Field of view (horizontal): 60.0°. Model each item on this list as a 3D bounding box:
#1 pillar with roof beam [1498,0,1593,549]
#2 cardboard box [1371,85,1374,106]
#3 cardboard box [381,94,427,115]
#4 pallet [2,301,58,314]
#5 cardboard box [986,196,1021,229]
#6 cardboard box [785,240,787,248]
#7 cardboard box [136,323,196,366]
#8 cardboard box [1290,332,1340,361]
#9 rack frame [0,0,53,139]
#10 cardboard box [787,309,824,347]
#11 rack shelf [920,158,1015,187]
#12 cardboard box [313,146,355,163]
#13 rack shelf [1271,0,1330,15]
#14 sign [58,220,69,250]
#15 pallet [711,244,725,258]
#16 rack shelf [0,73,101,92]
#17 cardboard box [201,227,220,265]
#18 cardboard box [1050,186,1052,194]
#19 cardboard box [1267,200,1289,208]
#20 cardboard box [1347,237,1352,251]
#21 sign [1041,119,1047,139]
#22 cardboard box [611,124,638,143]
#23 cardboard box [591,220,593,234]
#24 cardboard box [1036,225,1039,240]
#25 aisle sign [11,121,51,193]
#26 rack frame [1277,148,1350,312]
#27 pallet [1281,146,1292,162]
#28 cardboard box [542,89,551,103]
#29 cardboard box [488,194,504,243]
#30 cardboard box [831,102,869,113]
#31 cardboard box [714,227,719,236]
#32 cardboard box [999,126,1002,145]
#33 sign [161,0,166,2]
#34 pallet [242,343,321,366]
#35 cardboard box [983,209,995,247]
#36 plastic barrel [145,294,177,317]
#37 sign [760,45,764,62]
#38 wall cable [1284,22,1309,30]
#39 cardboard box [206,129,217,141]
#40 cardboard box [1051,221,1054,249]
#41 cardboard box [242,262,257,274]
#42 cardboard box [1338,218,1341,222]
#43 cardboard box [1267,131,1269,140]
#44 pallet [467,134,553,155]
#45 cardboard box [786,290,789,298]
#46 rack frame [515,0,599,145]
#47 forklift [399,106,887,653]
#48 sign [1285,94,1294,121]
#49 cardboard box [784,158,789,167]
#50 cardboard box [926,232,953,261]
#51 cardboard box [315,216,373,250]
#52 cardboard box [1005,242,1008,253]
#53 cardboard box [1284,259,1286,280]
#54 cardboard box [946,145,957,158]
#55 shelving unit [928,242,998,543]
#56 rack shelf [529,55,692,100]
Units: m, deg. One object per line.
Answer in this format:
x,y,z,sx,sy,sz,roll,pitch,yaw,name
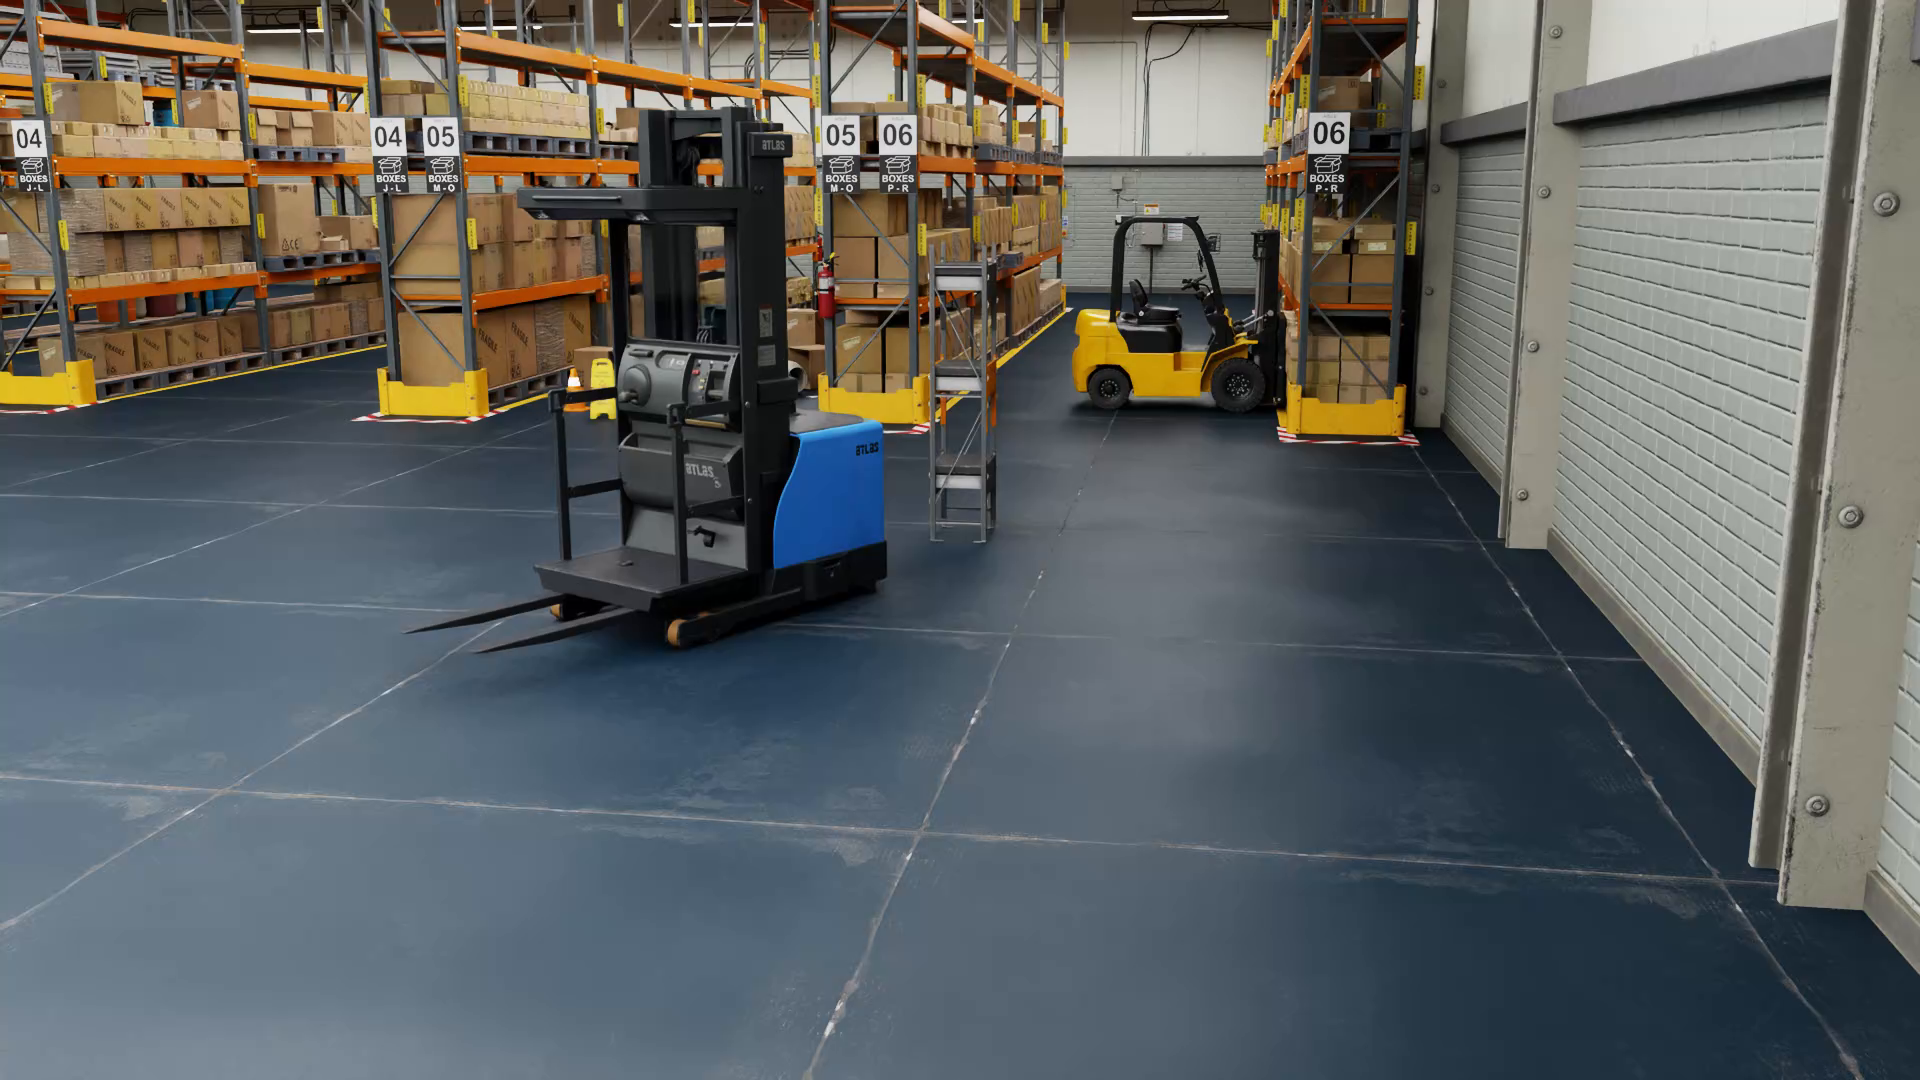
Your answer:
-0.213,-4.520,11.605,9.100,9.000,0.400,2,12,9,pillar with roof beam
4.177,-4.782,18.464,0.797,0.503,0.637,2,12,10,cardboard box
-6.047,-4.784,18.366,0.500,0.250,0.500,2,12,9,cardboard box
-18.567,-4.661,33.122,1.003,0.211,1.213,2,12,9,pallet
0.675,-5.142,26.123,0.500,0.500,0.500,2,12,9,cardboard box
-3.479,-5.579,31.359,0.380,0.149,0.250,2,12,11,cardboard box
-10.316,-2.545,21.617,0.500,0.500,0.500,1,12,4,cardboard box
3.728,-2.037,17.480,0.500,0.250,0.500,2,12,11,cardboard box
-10.732,-5.995,18.449,1.000,3.000,0.127,2,12,9,rack frame
-2.088,-2.773,21.877,0.500,0.500,0.500,2,12,9,cardboard box
-0.017,-5.104,23.146,1.077,0.370,4.000,2,12,9,rack shelf
-9.475,-5.805,25.046,0.500,0.250,0.500,2,12,10,cardboard box
6.119,-9.701,29.465,1.077,0.370,4.000,2,12,9,rack shelf
-10.195,-3.467,18.908,0.100,0.325,0.005,2,12,9,sign
-4.352,-4.865,27.903,1.003,0.211,1.213,2,12,9,pallet
-14.703,-6.857,25.107,1.077,0.370,4.000,2,12,9,rack shelf
-10.358,-3.894,22.000,0.875,0.500,0.500,2,12,9,cardboard box
1.522,-6.578,31.244,0.380,0.149,0.250,2,12,10,cardboard box
5.860,-5.952,30.362,0.500,0.500,0.500,2,12,10,cardboard box
4.295,-3.115,17.550,0.380,0.149,0.250,2,12,8,cardboard box
1.444,-7.096,28.706,0.100,0.325,0.005,2,12,9,sign
-4.734,-5.750,23.520,0.396,0.266,0.258,2,12,9,cardboard box
-5.160,-4.354,22.466,0.700,0.500,0.500,2,12,8,cardboard box
1.079,-5.310,28.683,0.500,0.250,0.500,2,12,9,cardboard box
-10.445,-4.310,18.702,0.394,0.787,0.004,2,12,9,aisle sign
5.196,-4.246,24.576,1.000,3.000,0.127,2,12,9,rack frame
5.180,-5.476,23.611,1.213,0.211,1.003,2,12,11,pallet
-5.167,-5.351,20.053,0.380,0.149,0.250,2,12,8,cardboard box
-5.757,-3.675,19.006,0.875,0.550,0.550,2,12,9,cardboard box
-1.179,-4.554,17.588,0.380,0.149,0.250,2,12,9,cardboard box
-4.188,-5.084,27.357,0.380,0.149,0.250,2,12,9,cardboard box
0.294,-5.492,22.594,0.500,0.250,0.500,2,12,8,cardboard box
-10.666,-7.378,22.275,0.100,0.325,0.005,2,12,9,sign
-9.998,-2.693,23.991,1.003,0.211,1.213,2,12,9,pallet
0.197,-4.268,22.738,0.500,0.500,0.500,2,12,8,cardboard box
-14.163,-4.252,29.329,0.600,0.588,0.708,2,12,9,plastic barrel
-3.922,-9.656,33.035,0.100,0.325,0.005,2,12,9,sign
8.560,-12.696,36.344,2.988,3.039,0.133,2,12,9,wall cable
-9.965,-5.298,21.745,0.380,0.149,0.250,1,12,6,cardboard box
1.481,-5.692,31.048,0.500,0.500,0.500,2,12,10,cardboard box
-9.859,-3.717,22.719,0.380,0.149,0.250,2,12,9,cardboard box
4.751,-3.798,20.012,0.380,0.149,0.250,2,12,7,cardboard box
5.332,-6.774,27.841,0.380,0.149,0.250,2,12,10,cardboard box
-5.557,-4.713,19.831,1.003,0.211,1.213,2,12,9,pallet
-3.465,-4.671,31.611,0.380,0.149,0.250,2,12,8,cardboard box
-5.231,-6.645,21.469,1.000,3.000,0.127,2,12,9,rack frame
-1.760,-0.948,9.435,1.130,2.935,3.031,9,15,37,forklift
4.043,-5.302,20.380,0.100,0.325,0.005,2,12,9,sign
-3.501,-7.071,30.921,0.500,0.250,0.500,2,12,11,cardboard box
-0.369,-3.345,19.450,0.500,0.500,0.500,2,12,7,cardboard box
-9.532,-4.748,25.672,0.700,0.500,0.500,4,13,17,cardboard box
0.509,-4.301,24.429,0.380,0.149,0.250,2,12,8,cardboard box
4.400,-3.453,21.254,0.500,0.250,0.500,2,12,10,cardboard box
-0.244,-4.628,19.822,0.380,0.149,0.250,2,12,10,cardboard box
0.025,-1.061,11.932,0.431,2.100,0.503,2,12,9,shelving unit
-4.923,-6.515,23.519,1.077,0.370,4.000,2,12,9,rack shelf
